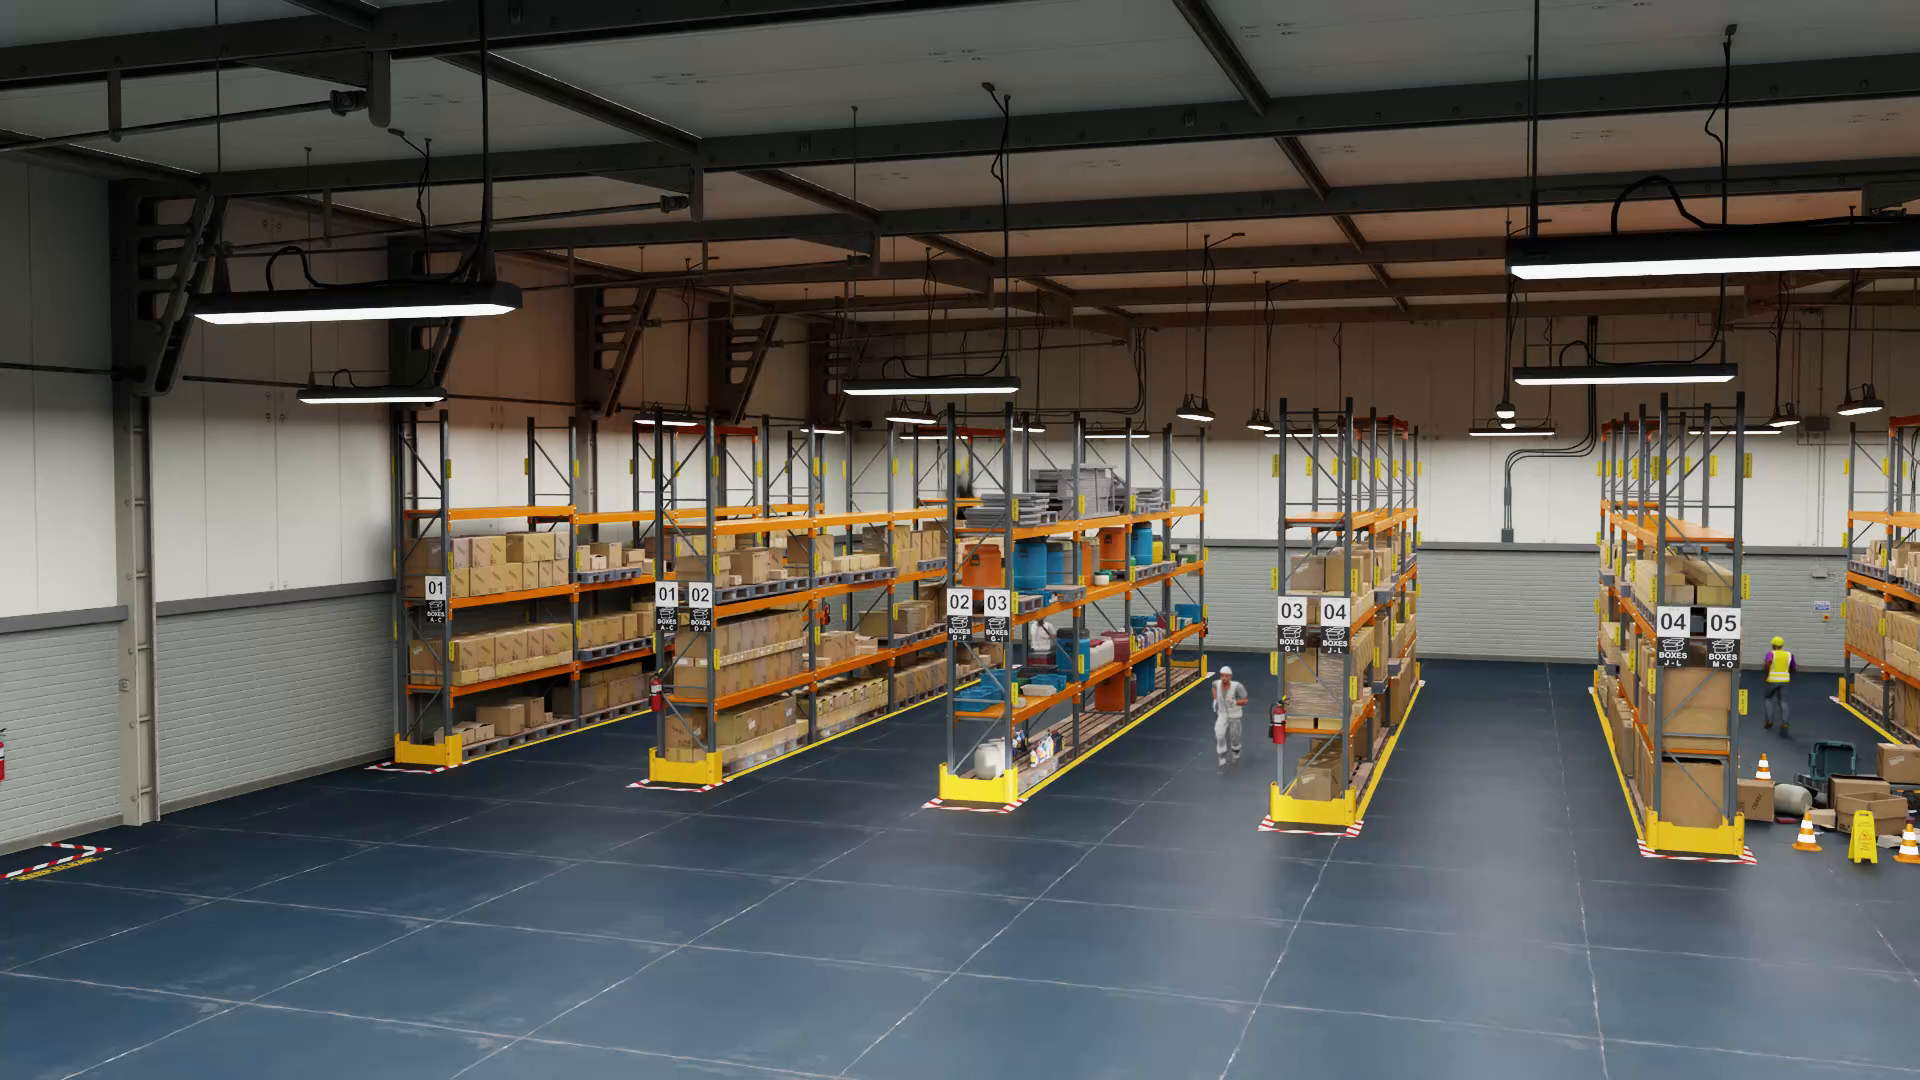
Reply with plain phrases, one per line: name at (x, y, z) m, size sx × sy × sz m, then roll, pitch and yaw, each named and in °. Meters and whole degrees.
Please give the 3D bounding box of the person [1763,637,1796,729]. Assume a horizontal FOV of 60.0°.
person at (15.645, 2.761, 31.787) m, size 0.621 × 1.811 × 0.827 m, roll 0°, pitch 2°, yaw 10°

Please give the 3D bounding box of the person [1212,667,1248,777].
person at (4.460, 2.953, 27.429) m, size 0.652 × 1.793 × 0.988 m, roll 1°, pitch 3°, yaw 21°

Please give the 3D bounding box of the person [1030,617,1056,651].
person at (1.862, 2.498, 37.576) m, size 0.655 × 1.826 × 0.882 m, roll 1°, pitch 3°, yaw 20°
